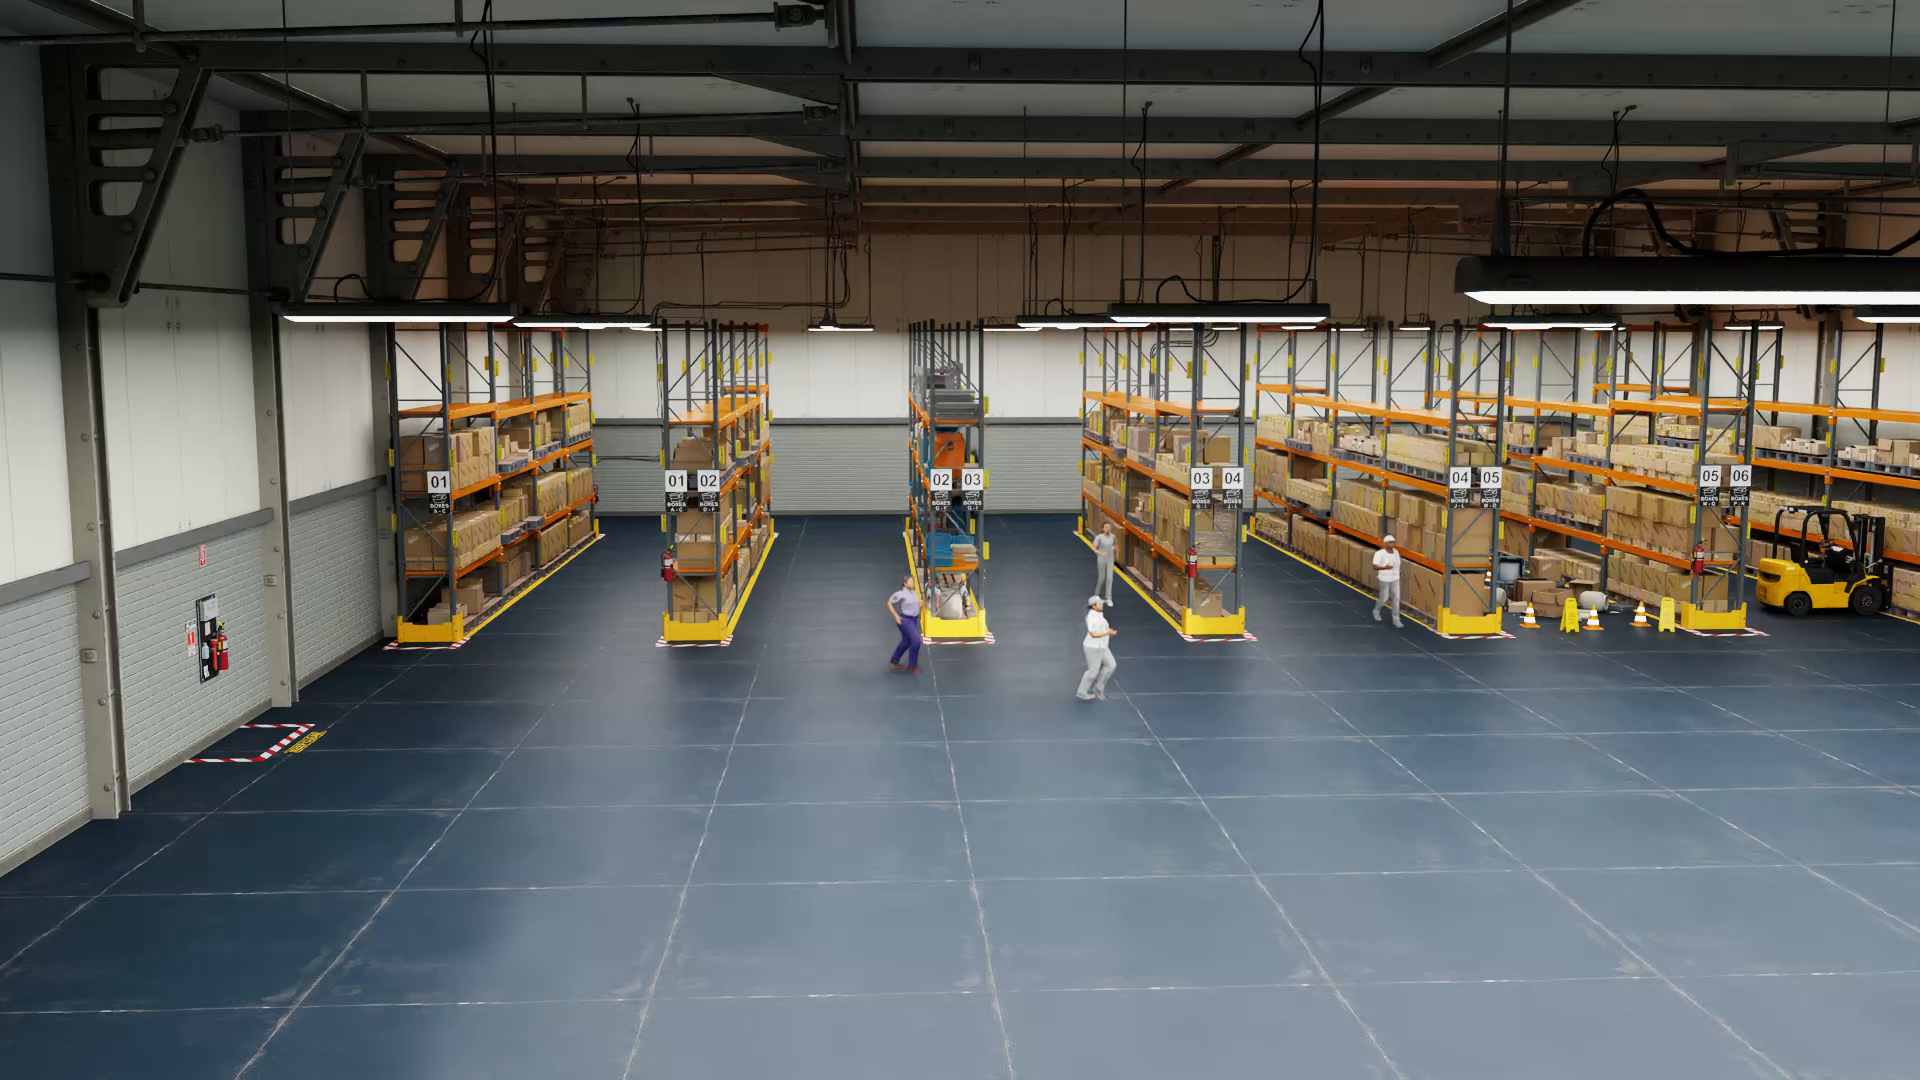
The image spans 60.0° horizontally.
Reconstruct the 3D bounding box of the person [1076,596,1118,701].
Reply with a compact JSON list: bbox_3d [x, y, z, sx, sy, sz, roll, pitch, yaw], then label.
[{"bbox_3d":[2.155,1.710,25.982,0.661,1.695,0.586,2,7,19],"label":"person"}]

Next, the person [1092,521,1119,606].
[{"bbox_3d":[2.953,0.455,33.645,0.589,1.689,0.765,-2,7,-15],"label":"person"}]

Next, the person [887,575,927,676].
[{"bbox_3d":[-0.892,1.444,28.157,0.750,1.710,0.577,3,8,22],"label":"person"}]

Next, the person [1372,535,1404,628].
[{"bbox_3d":[8.421,0.787,32.632,0.700,1.762,0.935,-2,7,-14],"label":"person"}]
